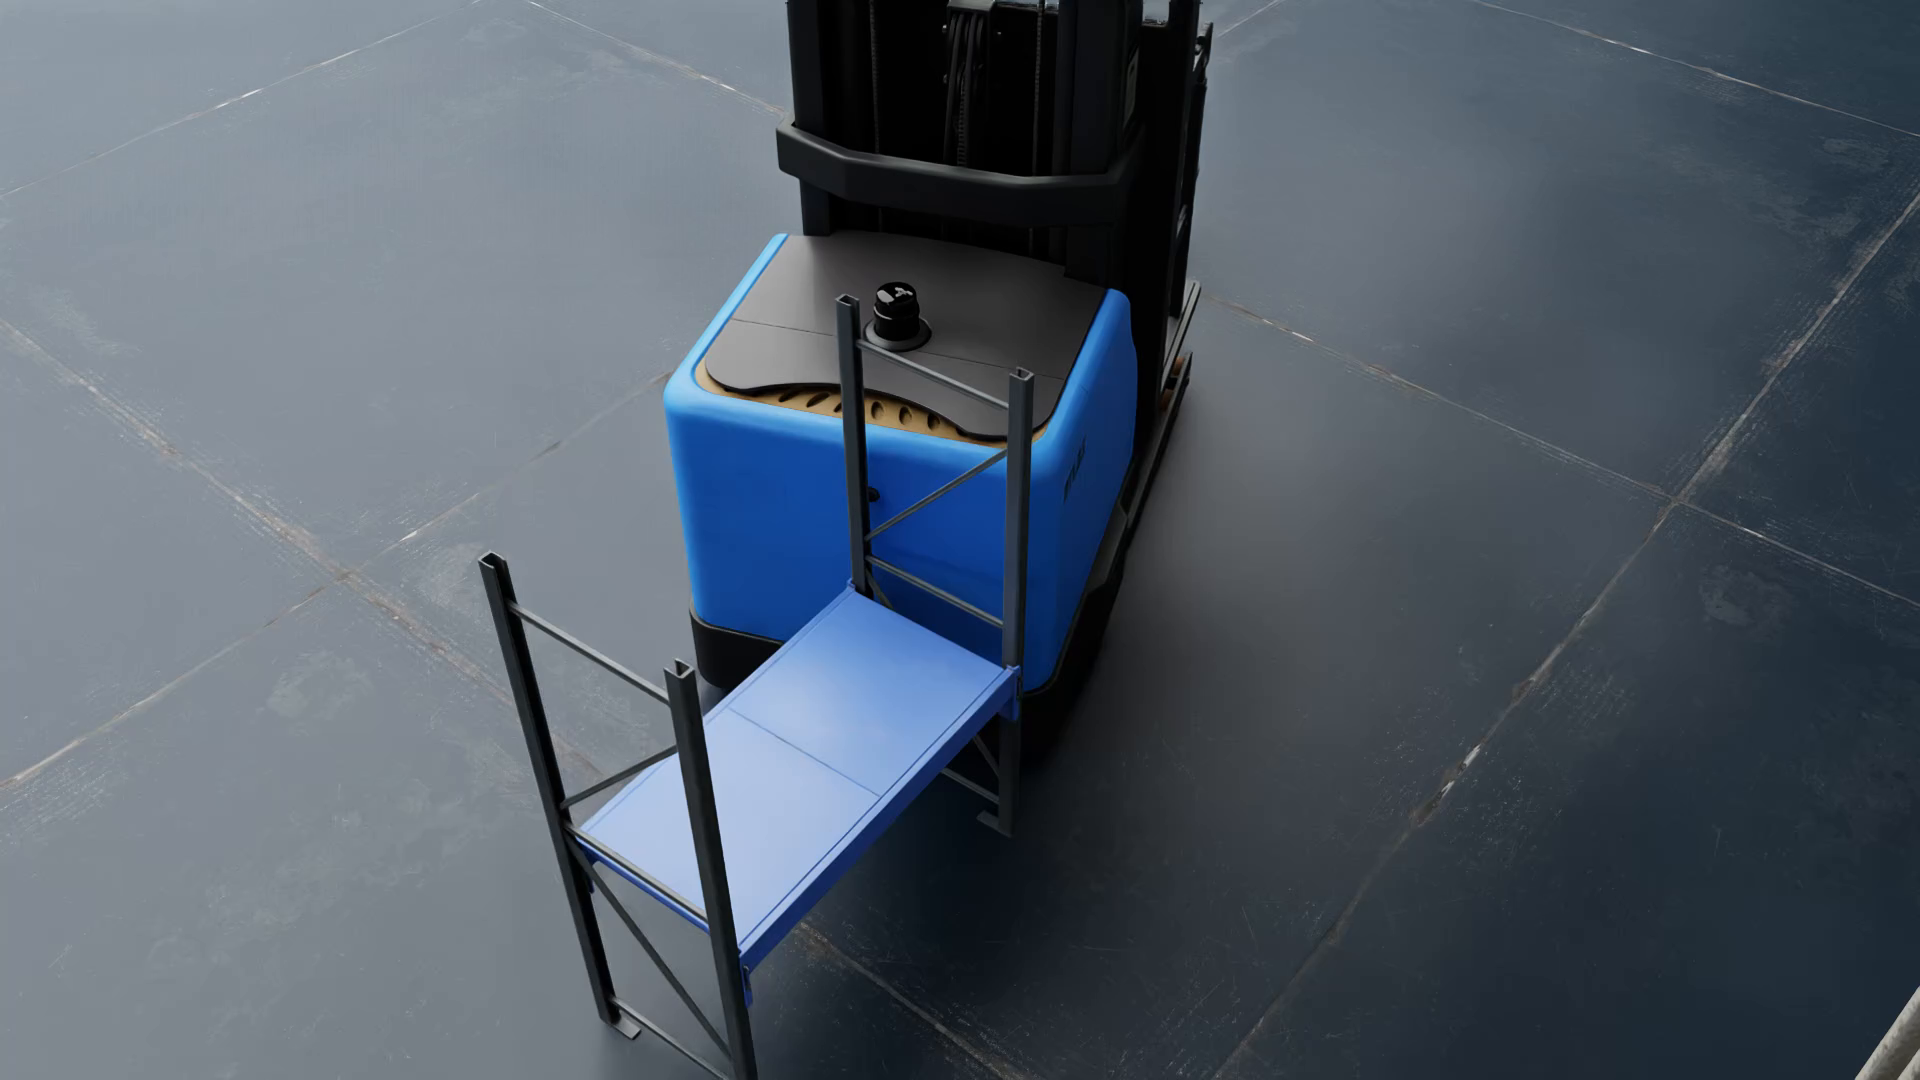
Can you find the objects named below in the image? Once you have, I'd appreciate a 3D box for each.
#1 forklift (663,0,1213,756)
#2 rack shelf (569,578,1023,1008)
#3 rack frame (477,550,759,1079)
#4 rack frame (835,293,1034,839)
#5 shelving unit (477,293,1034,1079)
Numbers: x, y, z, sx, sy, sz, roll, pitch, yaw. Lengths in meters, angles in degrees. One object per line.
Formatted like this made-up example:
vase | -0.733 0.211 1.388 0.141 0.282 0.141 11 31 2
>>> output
forklift | 0.170 -1.505 4.726 1.130 2.935 3.031 12 44 13
rack shelf | -0.357 0.536 3.813 0.538 0.185 1.000 26 48 26
rack frame | -0.655 0.680 3.388 0.500 1.500 0.032 26 48 26
rack frame | -0.059 0.126 3.997 0.500 1.500 0.032 26 48 26
shelving unit | -0.357 0.403 3.692 0.538 1.500 1.048 26 48 26
